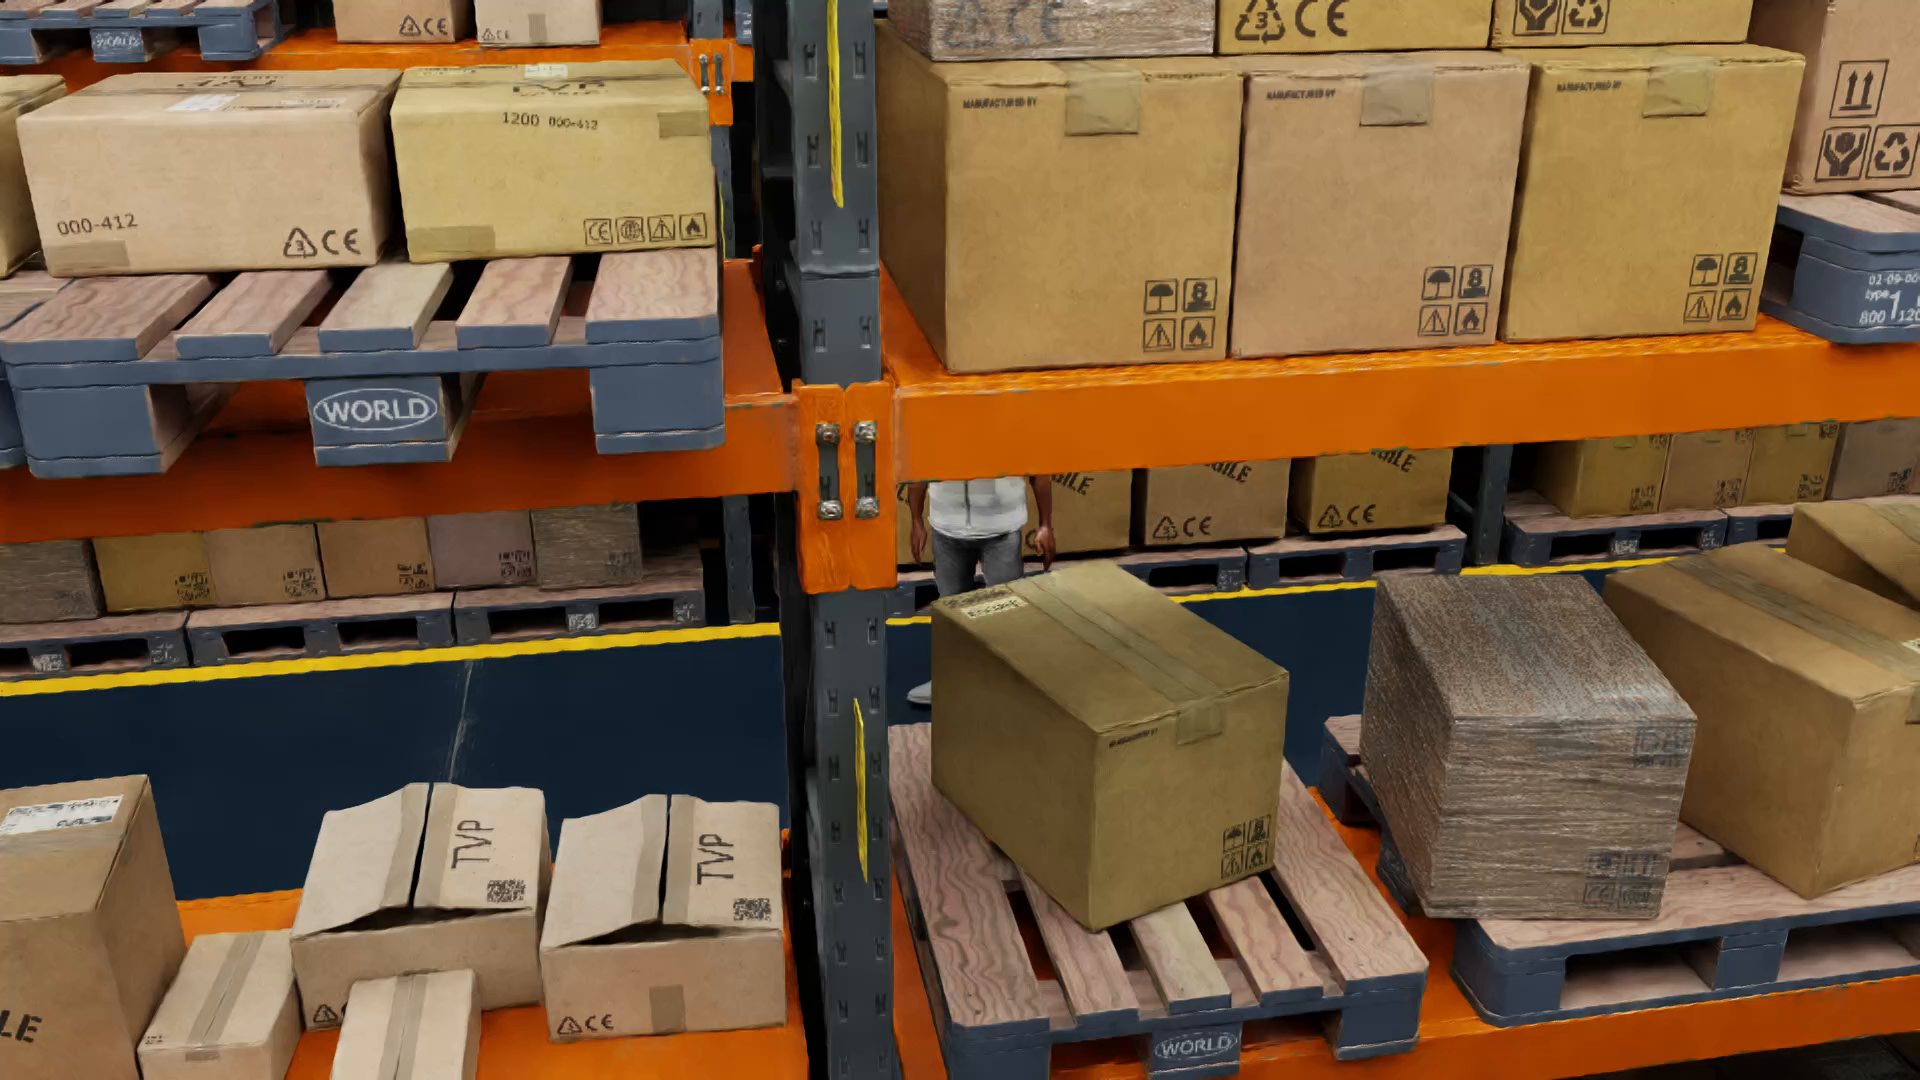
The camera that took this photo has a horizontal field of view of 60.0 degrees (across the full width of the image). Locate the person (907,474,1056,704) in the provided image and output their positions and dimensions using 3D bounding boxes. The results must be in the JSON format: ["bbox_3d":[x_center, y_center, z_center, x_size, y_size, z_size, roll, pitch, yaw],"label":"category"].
[{"bbox_3d":[0.085,-0.054,7.129,0.664,1.761,0.381,6,24,14],"label":"person"}]
